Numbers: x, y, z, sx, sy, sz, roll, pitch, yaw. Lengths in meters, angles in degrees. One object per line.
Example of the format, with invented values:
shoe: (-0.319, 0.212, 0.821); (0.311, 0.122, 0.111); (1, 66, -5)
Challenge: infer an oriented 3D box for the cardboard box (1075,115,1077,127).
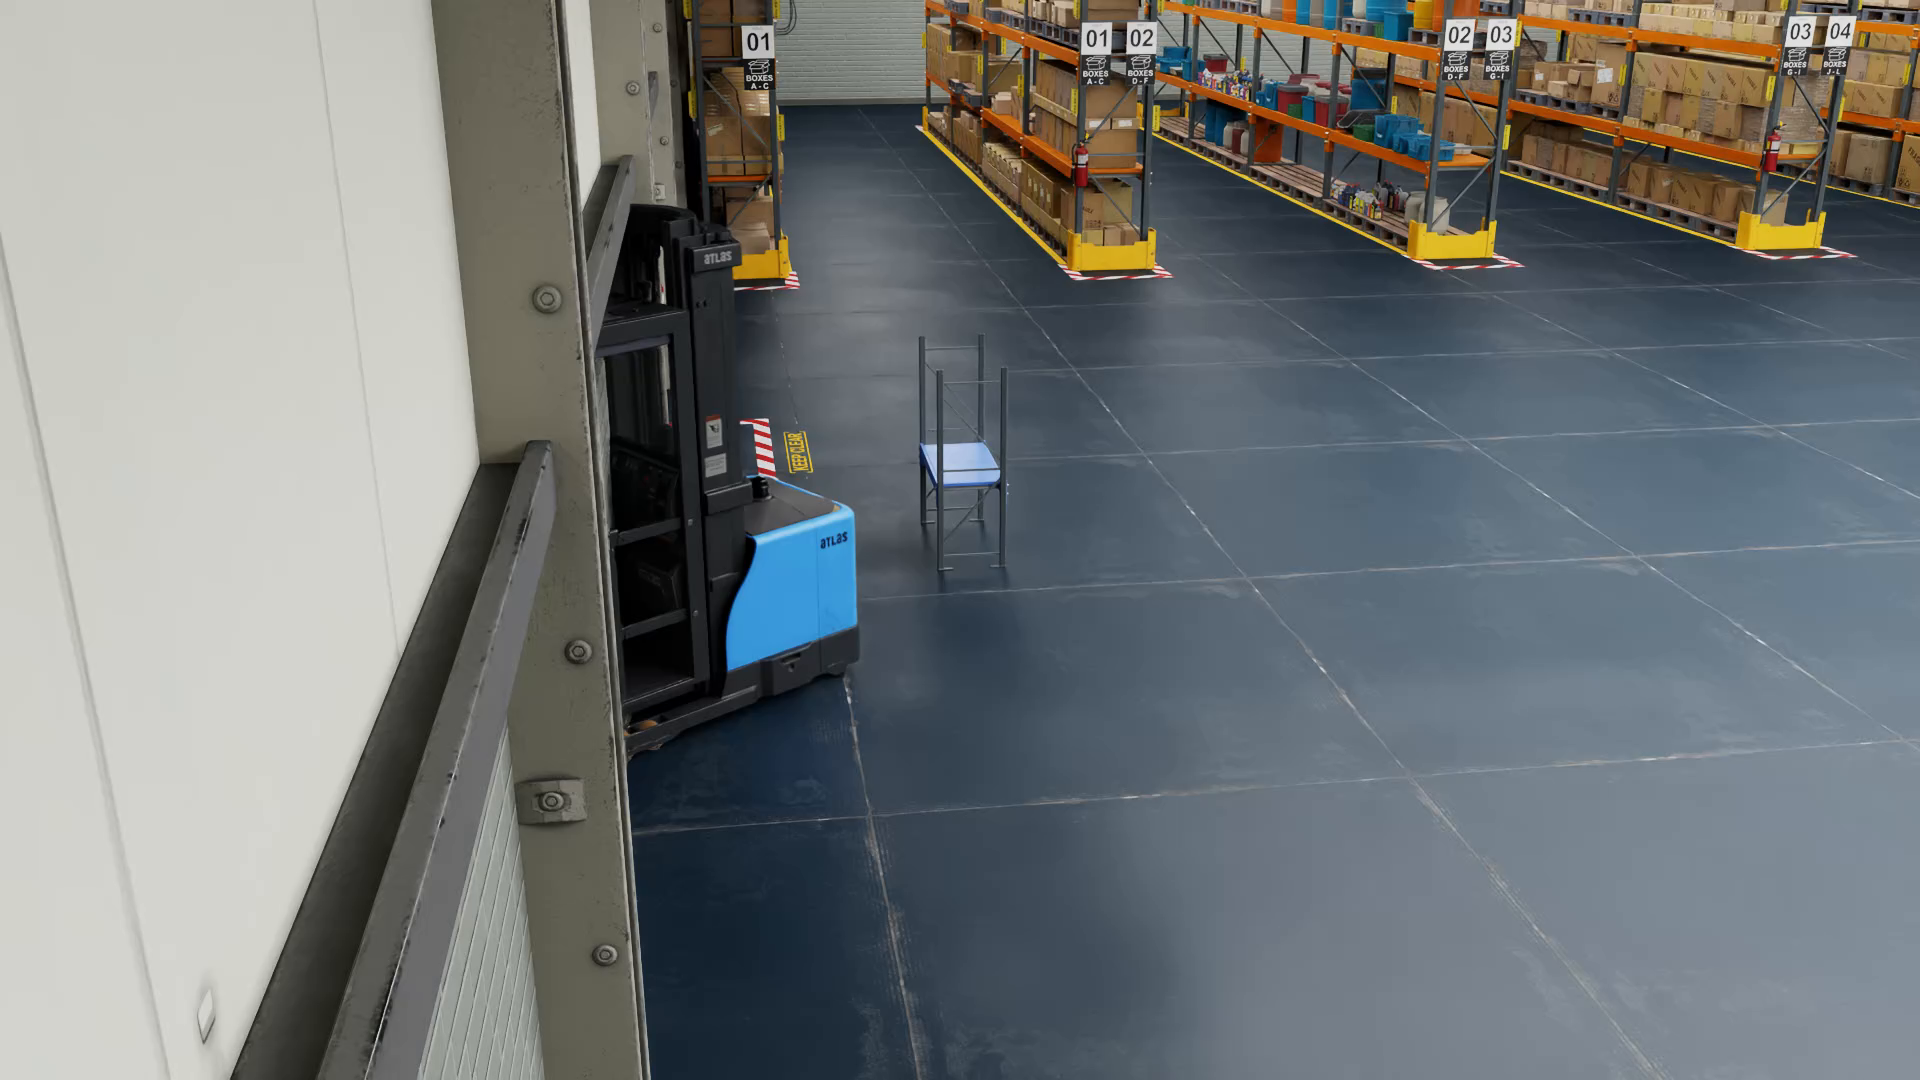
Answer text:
cardboard box: (1.768, -5.694, 22.605); (0.380, 0.149, 0.250); (-2, 21, -6)

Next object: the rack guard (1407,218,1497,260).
rack guard: (6.896, -4.232, 23.332); (1.175, 0.500, 0.348); (-3, 21, -8)

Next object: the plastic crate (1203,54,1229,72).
plastic crate: (5.343, -9.914, 34.795); (0.402, 0.464, 0.583); (-3, 21, -8)

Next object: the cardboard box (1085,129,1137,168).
cardboard box: (1.996, -5.340, 22.582); (0.700, 0.500, 0.500); (-3, 21, -8)

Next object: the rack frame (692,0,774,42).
rack frame: (-2.850, -7.690, 20.443); (1.000, 3.000, 0.127); (-3, 21, -8)

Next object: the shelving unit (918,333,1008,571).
shelving unit: (0.012, -0.673, 12.375); (0.538, 1.500, 1.048); (-3, 21, -8)

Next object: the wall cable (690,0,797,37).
wall cable: (-5.618, -13.751, 41.110); (3.097, 2.526, 0.112); (-3, 21, -8)

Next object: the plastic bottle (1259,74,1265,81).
plastic bottle: (5.839, -8.828, 32.135); (0.144, 0.351, 0.185); (-3, 21, -8)

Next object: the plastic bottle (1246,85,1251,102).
plastic bottle: (5.320, -8.213, 30.585); (0.061, 0.283, 0.133); (-3, 21, -8)

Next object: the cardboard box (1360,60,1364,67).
cardboard box: (9.311, -10.823, 37.765); (0.380, 0.149, 0.250); (-3, 21, -9)

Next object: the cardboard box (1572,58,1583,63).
cardboard box: (14.257, -10.955, 38.120); (0.380, 0.149, 0.250); (-4, 21, -9)

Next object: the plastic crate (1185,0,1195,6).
plastic crate: (4.863, -10.971, 33.819); (0.450, 0.188, 0.662); (-3, 21, -8)

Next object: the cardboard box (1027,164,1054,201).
cardboard box: (1.311, -5.426, 25.215); (0.500, 0.500, 0.500); (-3, 21, -8)

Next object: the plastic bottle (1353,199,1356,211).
plastic bottle: (6.127, -5.194, 25.707); (0.097, 0.201, 0.097); (0, 20, 0)

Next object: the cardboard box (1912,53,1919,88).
cardboard box: (16.220, -7.676, 27.222); (0.875, 0.550, 0.550); (-3, 21, -8)

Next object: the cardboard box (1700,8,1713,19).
cardboard box: (11.316, -7.870, 24.859); (0.380, 0.149, 0.250); (-2, 21, -6)

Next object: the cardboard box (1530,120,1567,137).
cardboard box: (10.828, -7.555, 30.528); (0.500, 0.250, 0.500); (-2, 21, -6)

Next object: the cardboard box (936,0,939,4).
cardboard box: (-0.221, -11.295, 34.597); (0.500, 0.250, 0.500); (-3, 21, -8)

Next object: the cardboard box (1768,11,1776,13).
cardboard box: (11.944, -7.616, 24.177); (0.380, 0.149, 0.250); (-3, 21, -8)

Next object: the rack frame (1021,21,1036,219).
rack frame: (1.475, -6.515, 25.874); (1.000, 3.000, 0.127); (-3, 21, -8)

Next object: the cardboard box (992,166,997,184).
cardboard box: (0.837, -6.259, 28.517); (0.500, 0.250, 0.500); (-3, 21, -9)

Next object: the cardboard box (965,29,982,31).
cardboard box: (0.383, -10.334, 34.527); (0.500, 0.500, 0.500); (-4, 21, -9)

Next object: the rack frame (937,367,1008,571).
rack frame: (0.086, -0.497, 11.903); (0.500, 1.500, 0.032); (-3, 21, -8)

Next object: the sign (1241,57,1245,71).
sign: (5.768, -9.691, 33.979); (0.100, 0.325, 0.005); (-3, 21, -8)

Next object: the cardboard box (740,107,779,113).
cardboard box: (-2.683, -5.522, 22.327); (0.500, 0.500, 0.500); (-3, 21, -8)

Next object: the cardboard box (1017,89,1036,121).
cardboard box: (1.232, -7.185, 27.523); (0.500, 0.500, 0.500); (-3, 21, -8)

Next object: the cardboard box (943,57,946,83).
cardboard box: (-0.080, -9.671, 34.179); (0.500, 0.500, 0.500); (-2, 21, -6)

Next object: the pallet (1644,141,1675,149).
pallet: (15.161, -8.423, 34.966); (1.003, 0.211, 1.213); (-3, 21, -8)

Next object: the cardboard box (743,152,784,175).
cardboard box: (-2.606, -5.003, 22.011); (0.500, 0.250, 0.500); (-4, 21, -9)

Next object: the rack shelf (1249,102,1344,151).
rack shelf: (6.088, -7.119, 28.519); (1.077, 0.370, 4.000); (-3, 21, -8)

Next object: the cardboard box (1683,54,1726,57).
cardboard box: (11.688, -7.353, 26.120); (0.500, 0.500, 0.500); (-3, 21, -8)

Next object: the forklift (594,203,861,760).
forklift: (-2.045, -0.331, 9.412); (3.031, 2.935, 1.130); (-18, 27, -40)

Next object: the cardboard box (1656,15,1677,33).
cardboard box: (11.171, -7.997, 25.768); (0.500, 0.250, 0.500); (-3, 21, -8)

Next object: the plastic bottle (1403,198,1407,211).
plastic bottle: (6.893, -5.176, 25.659); (0.097, 0.201, 0.097); (0, 20, 0)

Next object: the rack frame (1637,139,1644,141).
rack frame: (15.047, -9.999, 35.200); (1.000, 3.000, 0.127); (-3, 21, -8)

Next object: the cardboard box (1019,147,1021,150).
cardboard box: (1.298, -6.723, 28.958); (0.500, 0.311, 0.500); (-3, 21, -9)

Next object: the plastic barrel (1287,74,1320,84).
plastic barrel: (6.167, -8.067, 29.834); (0.600, 0.536, 0.708); (-3, 21, -8)

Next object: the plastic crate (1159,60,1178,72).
plastic crate: (4.546, -10.310, 36.188); (0.416, 0.233, 0.300); (-3, 21, -8)

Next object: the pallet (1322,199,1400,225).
pallet: (6.432, -5.223, 26.399); (1.003, 0.211, 1.213); (-3, 21, -8)

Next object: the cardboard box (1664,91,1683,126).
cardboard box: (11.491, -6.698, 25.795); (0.875, 0.500, 0.500); (-3, 21, -8)

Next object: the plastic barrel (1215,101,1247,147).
plastic barrel: (5.387, -8.313, 33.086); (0.600, 0.901, 0.708); (-3, 21, -8)

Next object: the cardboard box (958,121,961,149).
cardboard box: (0.238, -7.956, 32.676); (0.500, 0.500, 0.500); (-3, 21, -7)

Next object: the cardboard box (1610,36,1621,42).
cardboard box: (14.572, -11.159, 36.310); (0.500, 0.500, 0.500); (-2, 21, -6)

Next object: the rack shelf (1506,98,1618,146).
rack shelf: (10.990, -7.369, 29.188); (1.077, 0.370, 4.000); (-3, 21, -8)

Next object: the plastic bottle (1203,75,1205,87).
plastic bottle: (4.922, -9.206, 33.262); (0.097, 0.271, 0.097); (0, 20, 0)

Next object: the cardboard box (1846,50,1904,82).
cardboard box: (15.975, -8.269, 28.996); (0.700, 0.500, 0.500); (-3, 21, -7)

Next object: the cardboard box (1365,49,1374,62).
cardboard box: (9.432, -10.878, 37.344); (0.500, 0.250, 0.500); (-3, 21, -8)

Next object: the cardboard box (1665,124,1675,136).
cardboard box: (11.216, -6.375, 25.856); (0.380, 0.149, 0.250); (-3, 21, -8)

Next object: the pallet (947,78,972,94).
pallet: (0.328, -8.913, 32.568); (1.003, 0.211, 1.213); (-3, 21, -8)

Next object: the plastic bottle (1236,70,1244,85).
plastic bottle: (5.564, -9.138, 32.965); (0.144, 0.351, 0.185); (-3, 21, -8)

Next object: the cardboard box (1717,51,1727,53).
cardboard box: (15.486, -9.776, 33.512); (0.380, 0.149, 0.250); (-4, 21, -10)

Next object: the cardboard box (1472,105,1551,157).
cardboard box: (10.622, -7.840, 31.857); (1.225, 0.875, 0.875); (-4, 21, -10)

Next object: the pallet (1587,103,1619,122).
pallet: (11.312, -7.196, 27.969); (1.003, 0.211, 1.213); (-3, 21, -8)

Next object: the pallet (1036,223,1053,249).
pallet: (1.727, -4.508, 24.485); (1.003, 0.211, 1.213); (-3, 21, -8)

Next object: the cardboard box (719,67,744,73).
cardboard box: (-3.863, -7.977, 28.089); (0.380, 0.149, 0.250); (-6, 21, -17)

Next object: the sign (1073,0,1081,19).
sign: (1.512, -6.891, 21.439); (0.100, 0.325, 0.005); (-3, 21, -8)

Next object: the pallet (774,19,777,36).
pallet: (-3.410, -7.801, 25.296); (1.213, 0.211, 1.003); (-3, 21, -8)
